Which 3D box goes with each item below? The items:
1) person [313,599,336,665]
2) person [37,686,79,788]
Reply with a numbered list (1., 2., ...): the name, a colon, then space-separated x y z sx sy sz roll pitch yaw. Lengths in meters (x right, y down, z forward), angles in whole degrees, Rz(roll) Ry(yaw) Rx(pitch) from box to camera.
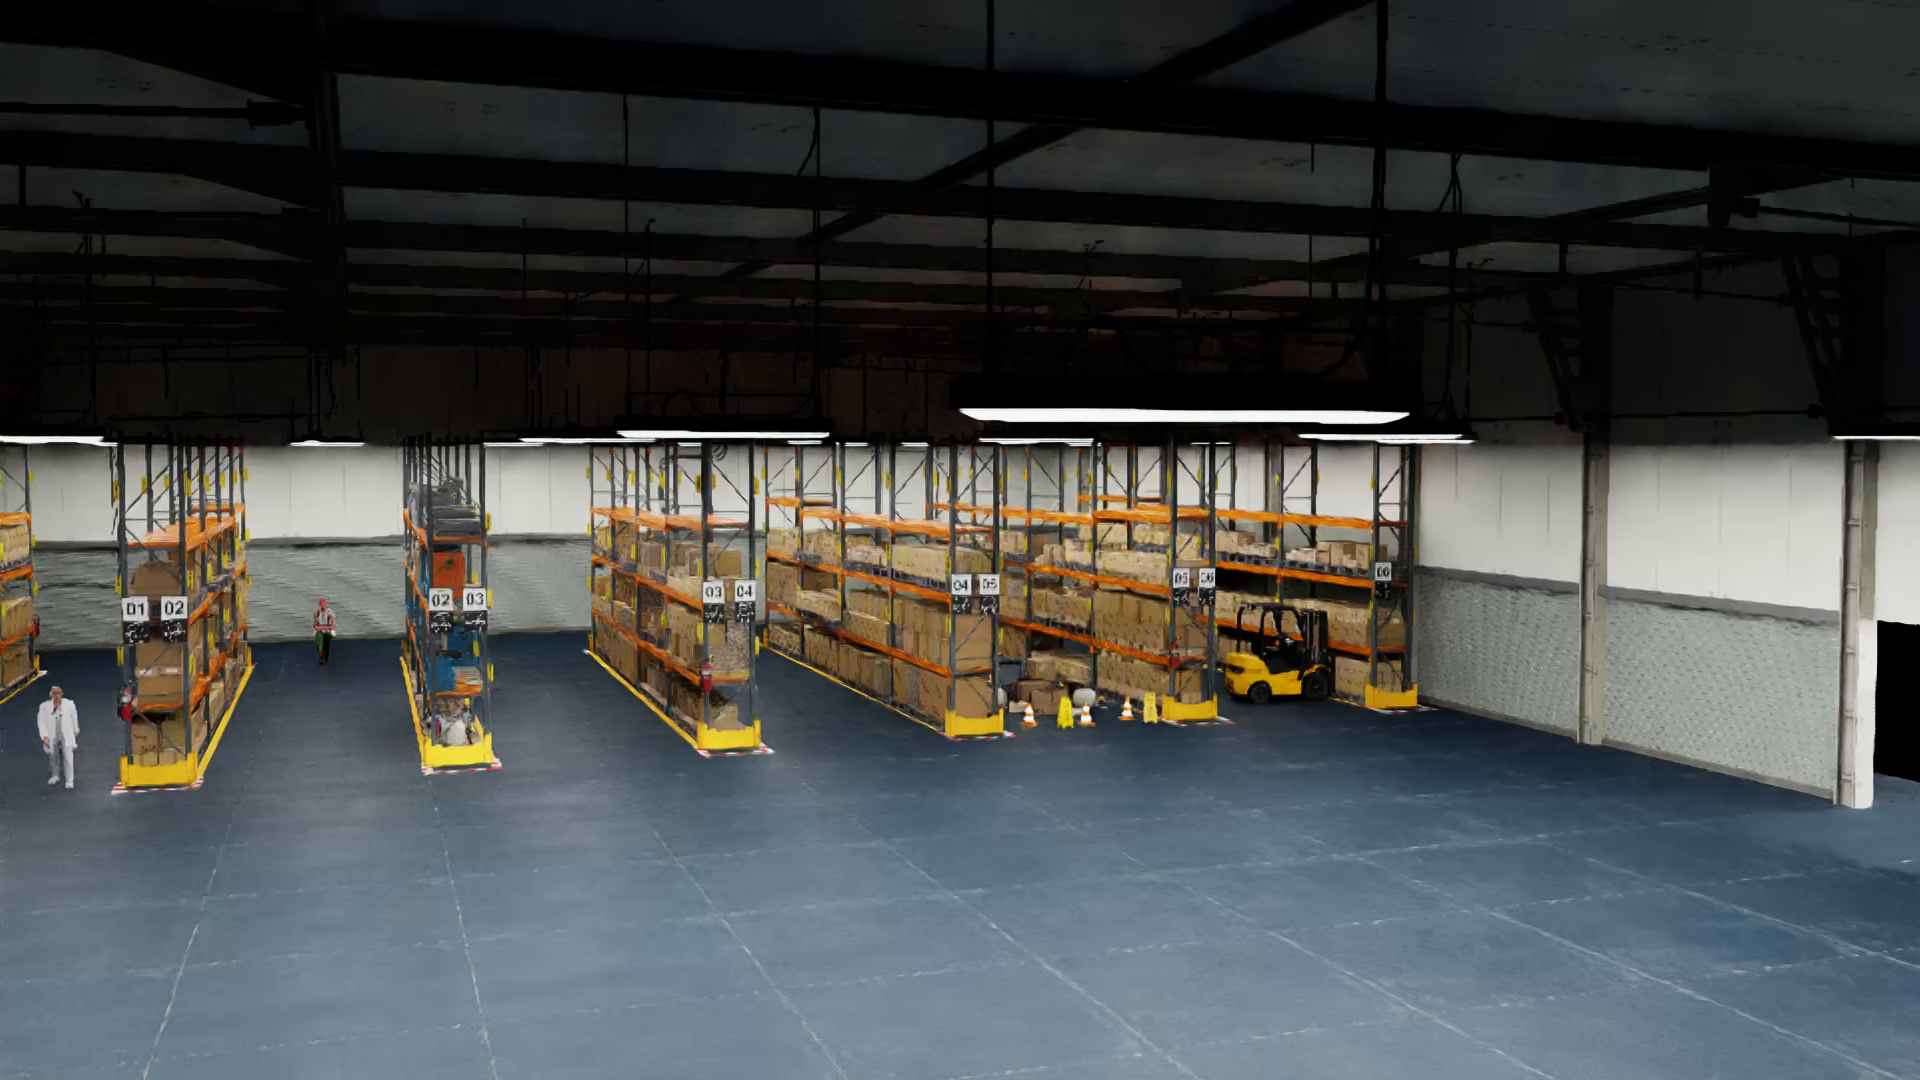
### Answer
1. person: -16.834 2.414 44.051 0.565 1.736 1.045 -1 3 -21
2. person: -15.155 3.294 27.946 0.603 1.703 1.109 -2 4 -27
